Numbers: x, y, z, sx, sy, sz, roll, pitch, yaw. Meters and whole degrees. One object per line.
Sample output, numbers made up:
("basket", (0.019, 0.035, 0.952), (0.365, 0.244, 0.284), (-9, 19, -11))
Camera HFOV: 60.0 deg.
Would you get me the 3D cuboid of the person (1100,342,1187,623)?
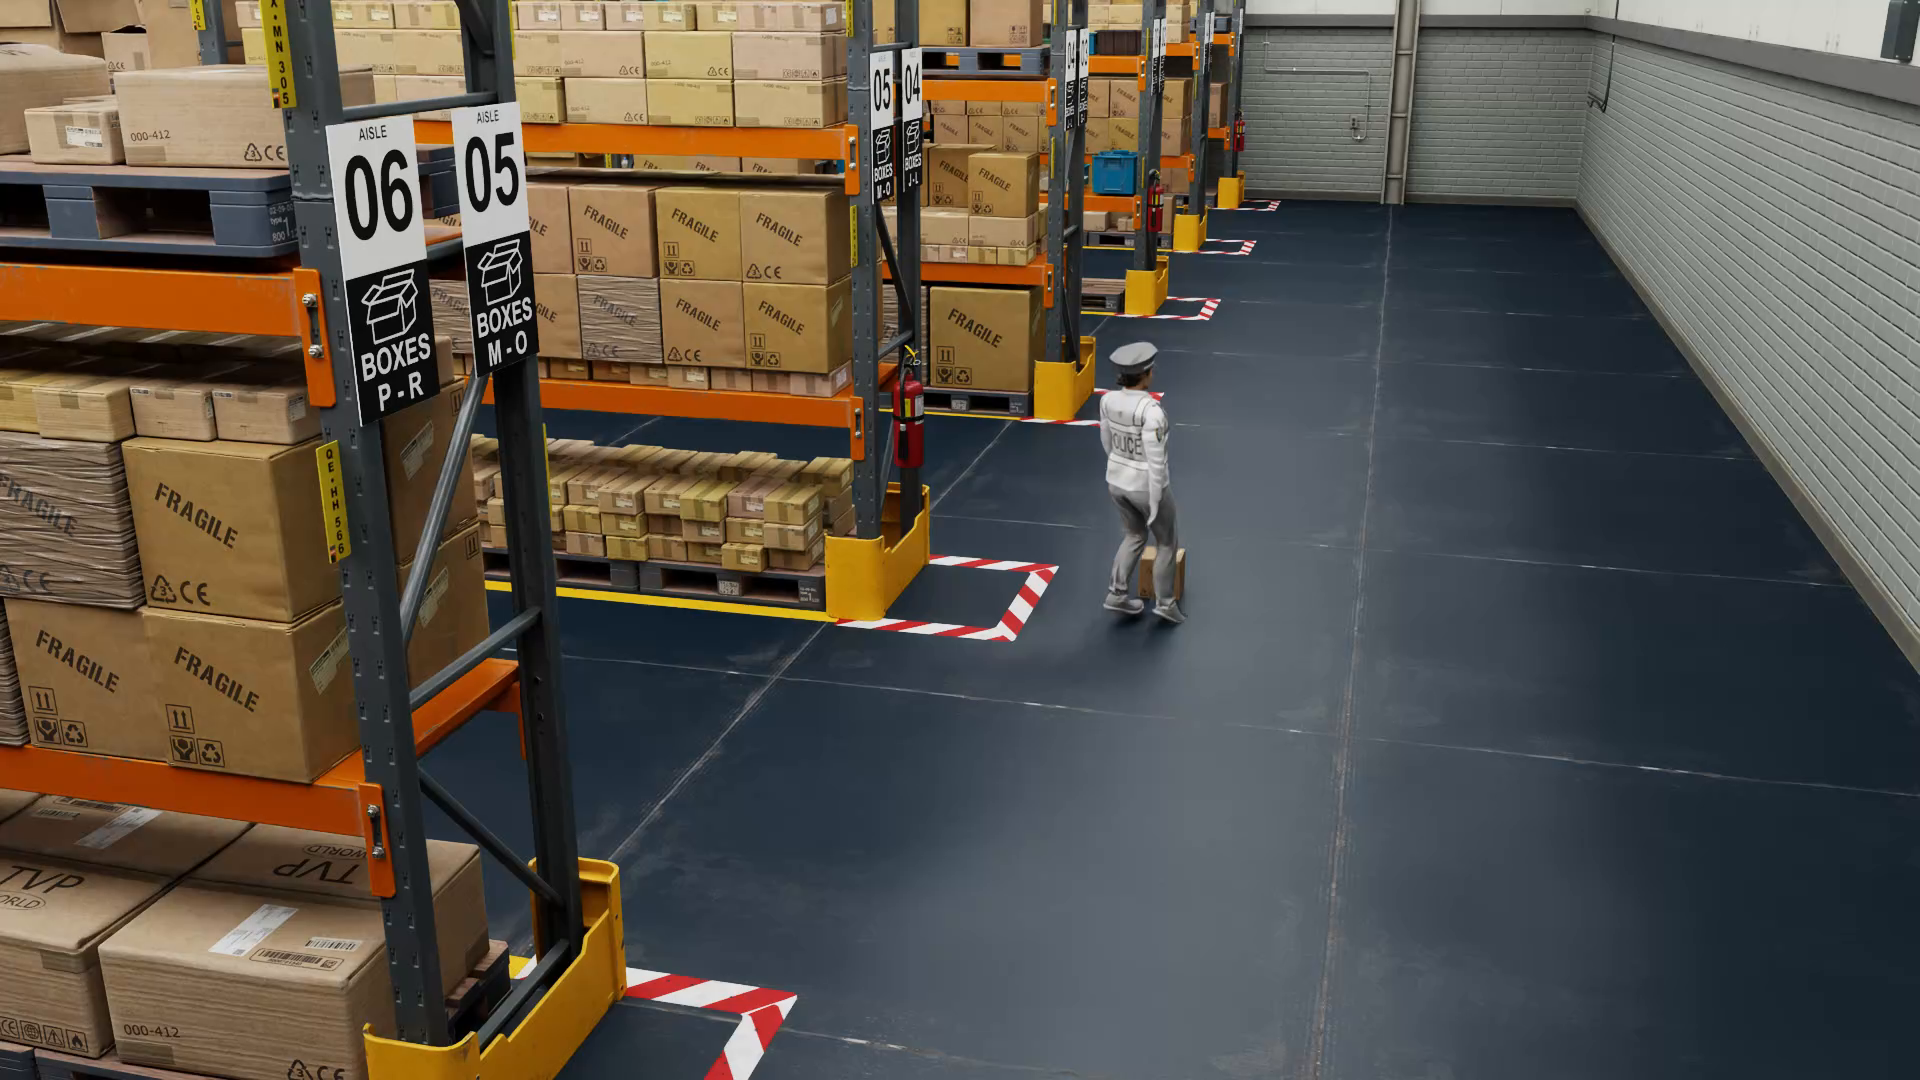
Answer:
("person", (1.060, -0.285, 9.464), (0.602, 1.741, 0.536), (-15, 24, -38))
